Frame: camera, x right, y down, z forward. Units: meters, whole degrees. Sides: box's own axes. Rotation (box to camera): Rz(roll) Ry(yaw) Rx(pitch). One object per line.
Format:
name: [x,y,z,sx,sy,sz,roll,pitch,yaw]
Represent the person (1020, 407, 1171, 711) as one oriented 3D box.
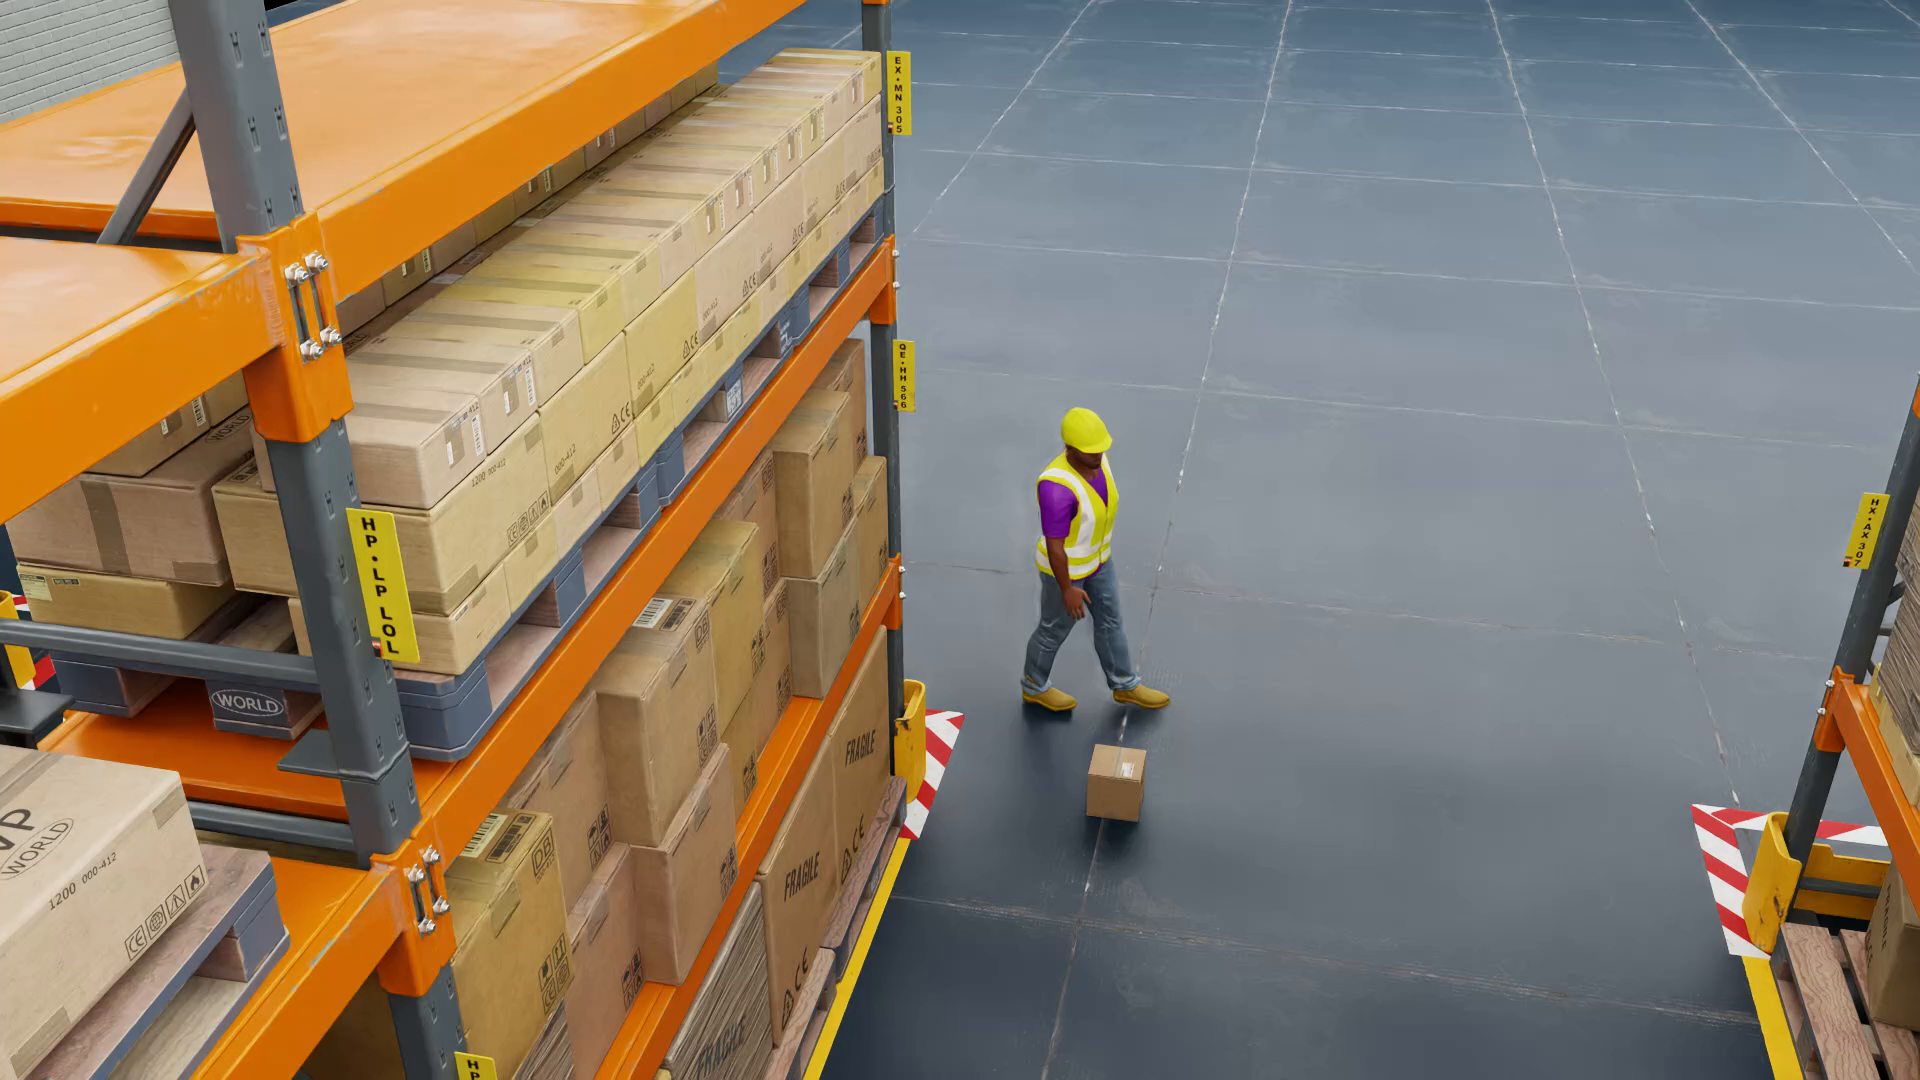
person: [0.658,0.129,8.330,0.741,1.749,0.631,18,33,29]
